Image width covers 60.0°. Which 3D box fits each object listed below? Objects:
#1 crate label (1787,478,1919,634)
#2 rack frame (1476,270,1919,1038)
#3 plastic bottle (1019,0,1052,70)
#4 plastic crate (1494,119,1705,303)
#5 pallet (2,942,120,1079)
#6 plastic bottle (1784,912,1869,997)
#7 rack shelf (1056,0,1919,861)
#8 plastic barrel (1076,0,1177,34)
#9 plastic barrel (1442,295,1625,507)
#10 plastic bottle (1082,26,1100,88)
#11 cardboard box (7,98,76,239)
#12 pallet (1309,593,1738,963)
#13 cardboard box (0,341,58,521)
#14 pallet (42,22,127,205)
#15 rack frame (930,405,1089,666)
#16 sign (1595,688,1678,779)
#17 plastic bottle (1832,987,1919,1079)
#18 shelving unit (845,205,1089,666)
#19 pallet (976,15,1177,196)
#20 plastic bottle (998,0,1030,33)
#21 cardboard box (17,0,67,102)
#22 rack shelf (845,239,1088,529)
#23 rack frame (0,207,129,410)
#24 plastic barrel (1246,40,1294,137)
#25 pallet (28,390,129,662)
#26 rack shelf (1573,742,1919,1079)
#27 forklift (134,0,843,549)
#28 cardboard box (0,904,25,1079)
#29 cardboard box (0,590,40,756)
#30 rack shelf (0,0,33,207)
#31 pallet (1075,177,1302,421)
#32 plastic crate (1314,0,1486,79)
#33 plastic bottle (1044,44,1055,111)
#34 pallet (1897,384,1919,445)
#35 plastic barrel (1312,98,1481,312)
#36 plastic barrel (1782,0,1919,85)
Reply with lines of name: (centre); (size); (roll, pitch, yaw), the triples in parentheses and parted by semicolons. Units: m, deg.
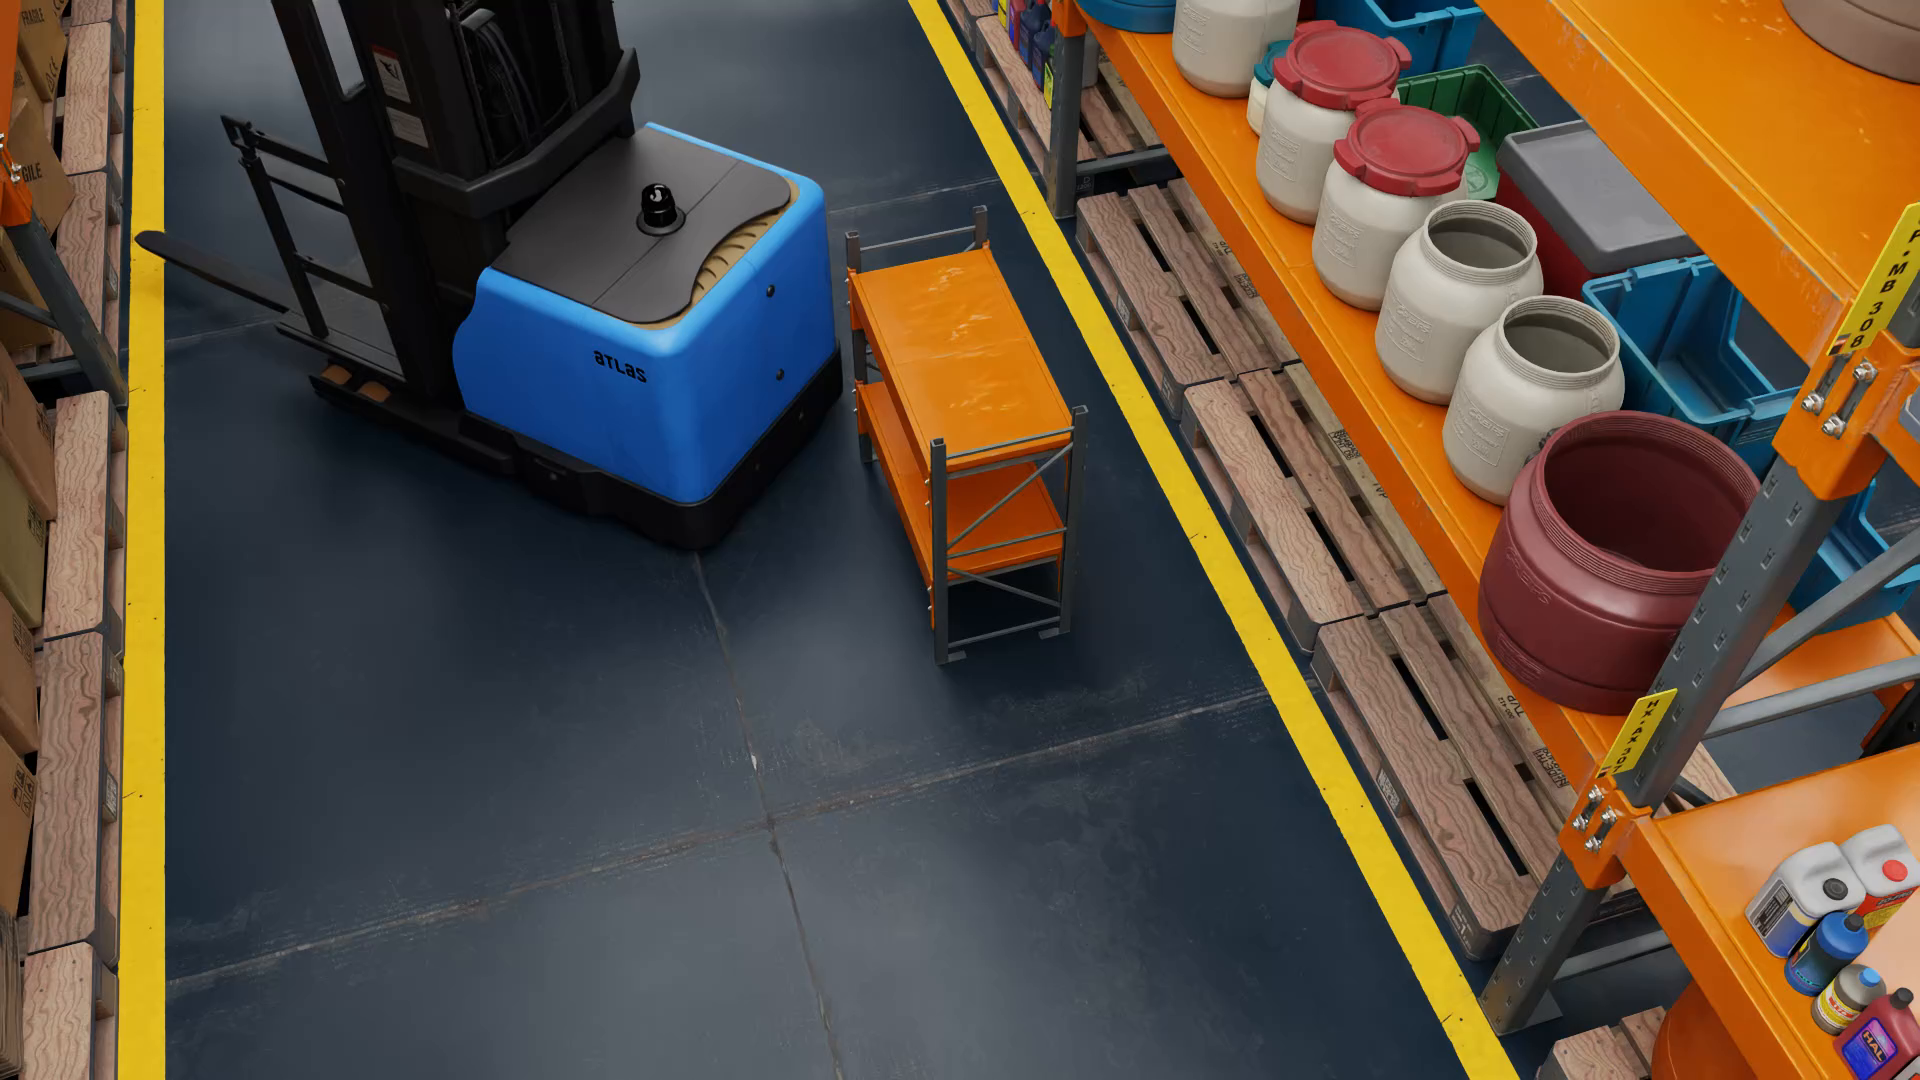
crate label: (2.303, 0.031, 4.372); (0.303, 0.233, 0.416); (-13, 51, -11)
rack frame: (2.069, 0.369, 3.977); (1.000, 3.000, 0.127); (-13, 51, -11)
plastic bottle: (0.364, -2.386, 7.744); (0.144, 0.351, 0.185); (-16, 52, -13)
plastic crate: (1.884, -0.901, 5.006); (0.402, 0.464, 0.583); (-13, 51, -11)
pallet: (-2.892, 1.817, 4.580); (1.003, 0.211, 1.213); (-13, 51, -11)
plastic bottle: (1.896, 0.891, 3.621); (0.097, 0.271, 0.097); (0, 50, 0)
rack shelf: (1.478, -0.860, 5.483); (1.077, 0.370, 4.000); (-13, 51, -11)
plastic barrel: (0.711, -2.363, 5.952); (0.600, 0.901, 0.708); (-13, 51, -11)
plastic barrel: (1.561, -0.370, 4.527); (0.421, 0.512, 0.421); (0, 50, 0)
plastic bottle: (0.558, -2.278, 7.653); (0.144, 0.351, 0.185); (-13, 51, -11)
cardboard box: (-4.102, -1.480, 6.896); (0.500, 0.500, 0.500); (1, 50, 1)
pallet: (1.877, 0.693, 5.527); (1.003, 0.211, 1.213); (-13, 51, -11)
cardboard box: (-3.684, -0.315, 5.901); (0.700, 0.500, 0.500); (-17, 52, -14)
pallet: (-4.442, -1.909, 7.721); (1.003, 0.211, 1.213); (-13, 51, -11)
rack frame: (0.152, 0.014, 5.503); (0.500, 1.125, 0.032); (-13, 51, -11)
sign: (1.546, 0.446, 3.805); (0.100, 0.325, 0.005); (-13, 51, -11)
plastic bottle: (1.942, 1.046, 3.482); (0.061, 0.283, 0.133); (-13, 51, -11)
shelving unit: (0.002, -0.358, 5.816); (0.538, 1.125, 1.048); (-13, 51, -11)
pallet: (0.727, -2.153, 7.927); (1.003, 0.211, 1.213); (-13, 51, -11)
plastic bottle: (0.268, -2.621, 7.943); (0.144, 0.351, 0.185); (-14, 51, -11)
cardboard box: (-4.483, -2.333, 7.615); (0.500, 0.500, 0.500); (-9, 50, -8)
rack shelf: (0.002, -0.546, 5.592); (0.538, 0.278, 1.000); (-13, 51, -11)
rack frame: (-3.845, -1.432, 5.496); (1.000, 3.000, 0.127); (-13, 51, -11)
plastic barrel: (1.131, -1.506, 5.648); (0.301, 0.262, 0.301); (0, 50, 0)
pallet: (-3.614, 0.035, 6.083); (1.003, 0.211, 1.213); (-13, 51, -11)
rack shelf: (2.661, 2.062, 3.020); (1.077, 0.370, 4.000); (-13, 51, -11)
forklift: (-2.009, -1.745, 5.804); (3.031, 2.935, 1.130); (23, 54, 18)
cardboard box: (-3.056, 1.266, 4.568); (0.700, 0.500, 0.500); (-17, 52, -14)
cardboard box: (-3.395, 0.446, 5.259); (0.700, 0.500, 0.500); (-17, 52, -14)
rack shelf: (-4.437, -2.661, 7.002); (1.077, 0.370, 4.000); (-13, 51, -11)
pallet: (1.155, -1.089, 7.030); (1.003, 0.211, 1.213); (-13, 51, -11)
plastic crate: (1.510, -1.812, 5.826); (0.392, 0.384, 0.575); (-13, 51, -11)
plastic bottle: (0.429, -2.095, 7.543); (0.061, 0.283, 0.133); (-11, 51, -9)
pallet: (2.202, 0.044, 2.413); (1.003, 0.211, 1.213); (-13, 51, -11)
plastic barrel: (1.305, -0.996, 5.039); (0.433, 0.535, 0.433); (0, 50, 0)
plastic barrel: (2.034, -1.408, 3.185); (0.600, 0.901, 0.600); (0, 50, 0)
